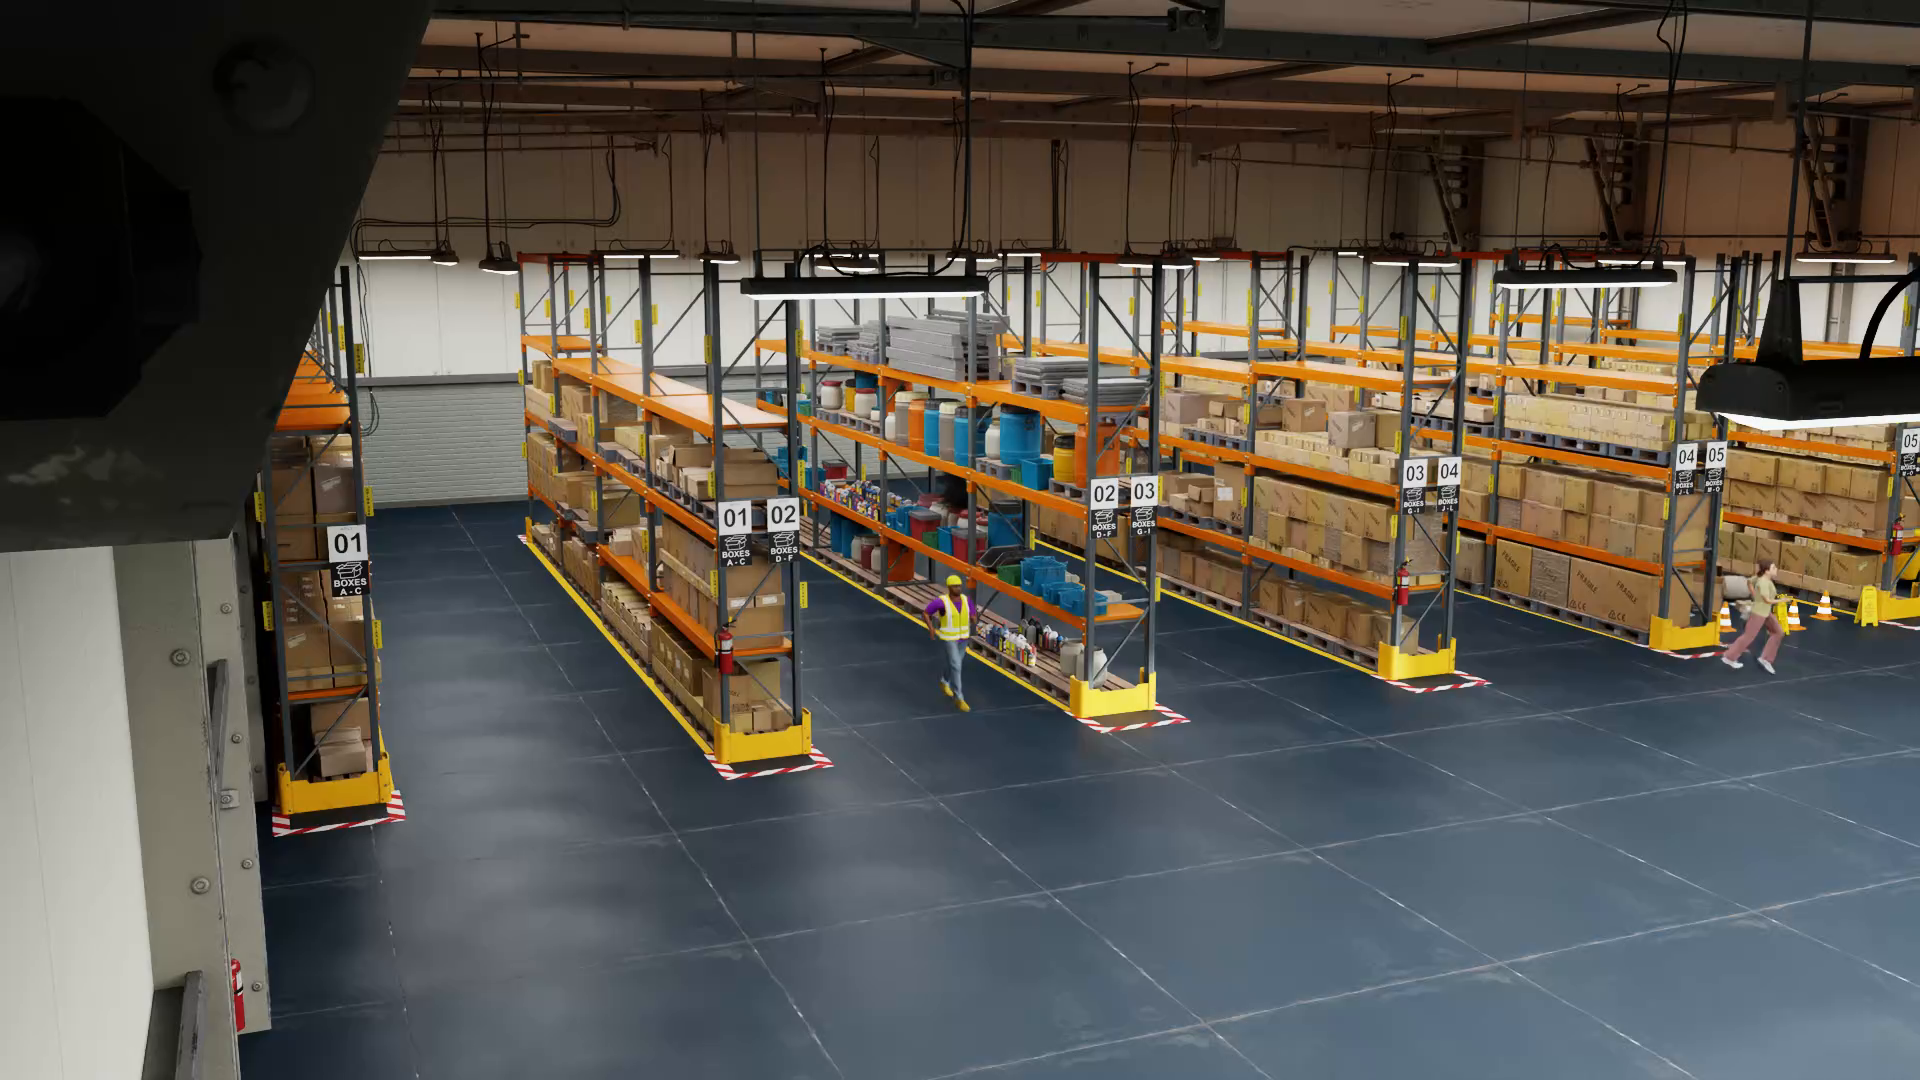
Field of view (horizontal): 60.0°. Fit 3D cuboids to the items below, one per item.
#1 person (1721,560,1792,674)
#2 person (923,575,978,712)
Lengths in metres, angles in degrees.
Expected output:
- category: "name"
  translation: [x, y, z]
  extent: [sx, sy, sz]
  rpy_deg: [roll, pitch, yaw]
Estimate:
- category: "person"
  translation: [11.676, 1.114, 24.341]
  extent: [0.851, 1.689, 0.585]
  rpy_deg: [6, 12, 28]
- category: "person"
  translation: [-0.074, 1.354, 22.573]
  extent: [0.692, 1.781, 0.922]
  rpy_deg: [-7, 13, -35]
